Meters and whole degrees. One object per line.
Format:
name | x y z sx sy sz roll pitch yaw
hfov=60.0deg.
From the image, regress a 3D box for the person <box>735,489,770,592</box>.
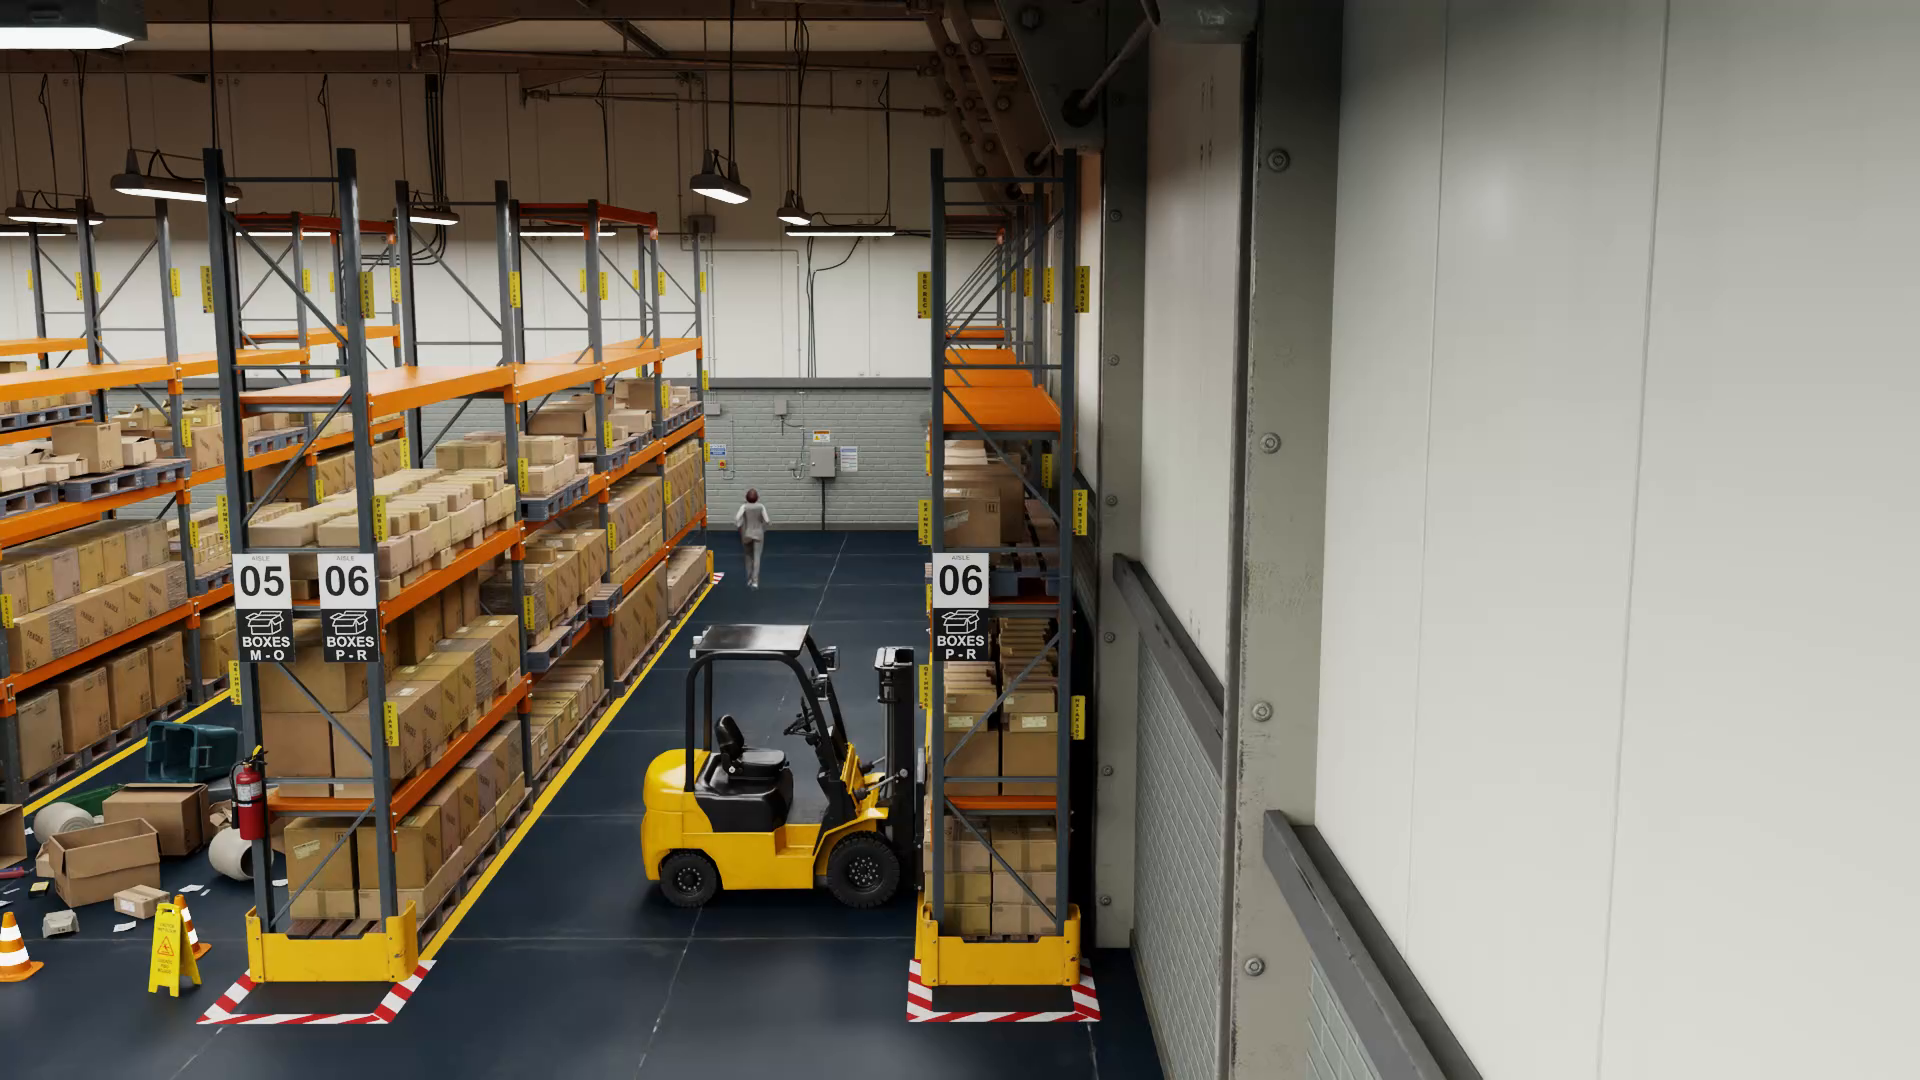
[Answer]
person | -3.226 0.012 25.923 0.531 1.597 0.789 -1 9 -4
